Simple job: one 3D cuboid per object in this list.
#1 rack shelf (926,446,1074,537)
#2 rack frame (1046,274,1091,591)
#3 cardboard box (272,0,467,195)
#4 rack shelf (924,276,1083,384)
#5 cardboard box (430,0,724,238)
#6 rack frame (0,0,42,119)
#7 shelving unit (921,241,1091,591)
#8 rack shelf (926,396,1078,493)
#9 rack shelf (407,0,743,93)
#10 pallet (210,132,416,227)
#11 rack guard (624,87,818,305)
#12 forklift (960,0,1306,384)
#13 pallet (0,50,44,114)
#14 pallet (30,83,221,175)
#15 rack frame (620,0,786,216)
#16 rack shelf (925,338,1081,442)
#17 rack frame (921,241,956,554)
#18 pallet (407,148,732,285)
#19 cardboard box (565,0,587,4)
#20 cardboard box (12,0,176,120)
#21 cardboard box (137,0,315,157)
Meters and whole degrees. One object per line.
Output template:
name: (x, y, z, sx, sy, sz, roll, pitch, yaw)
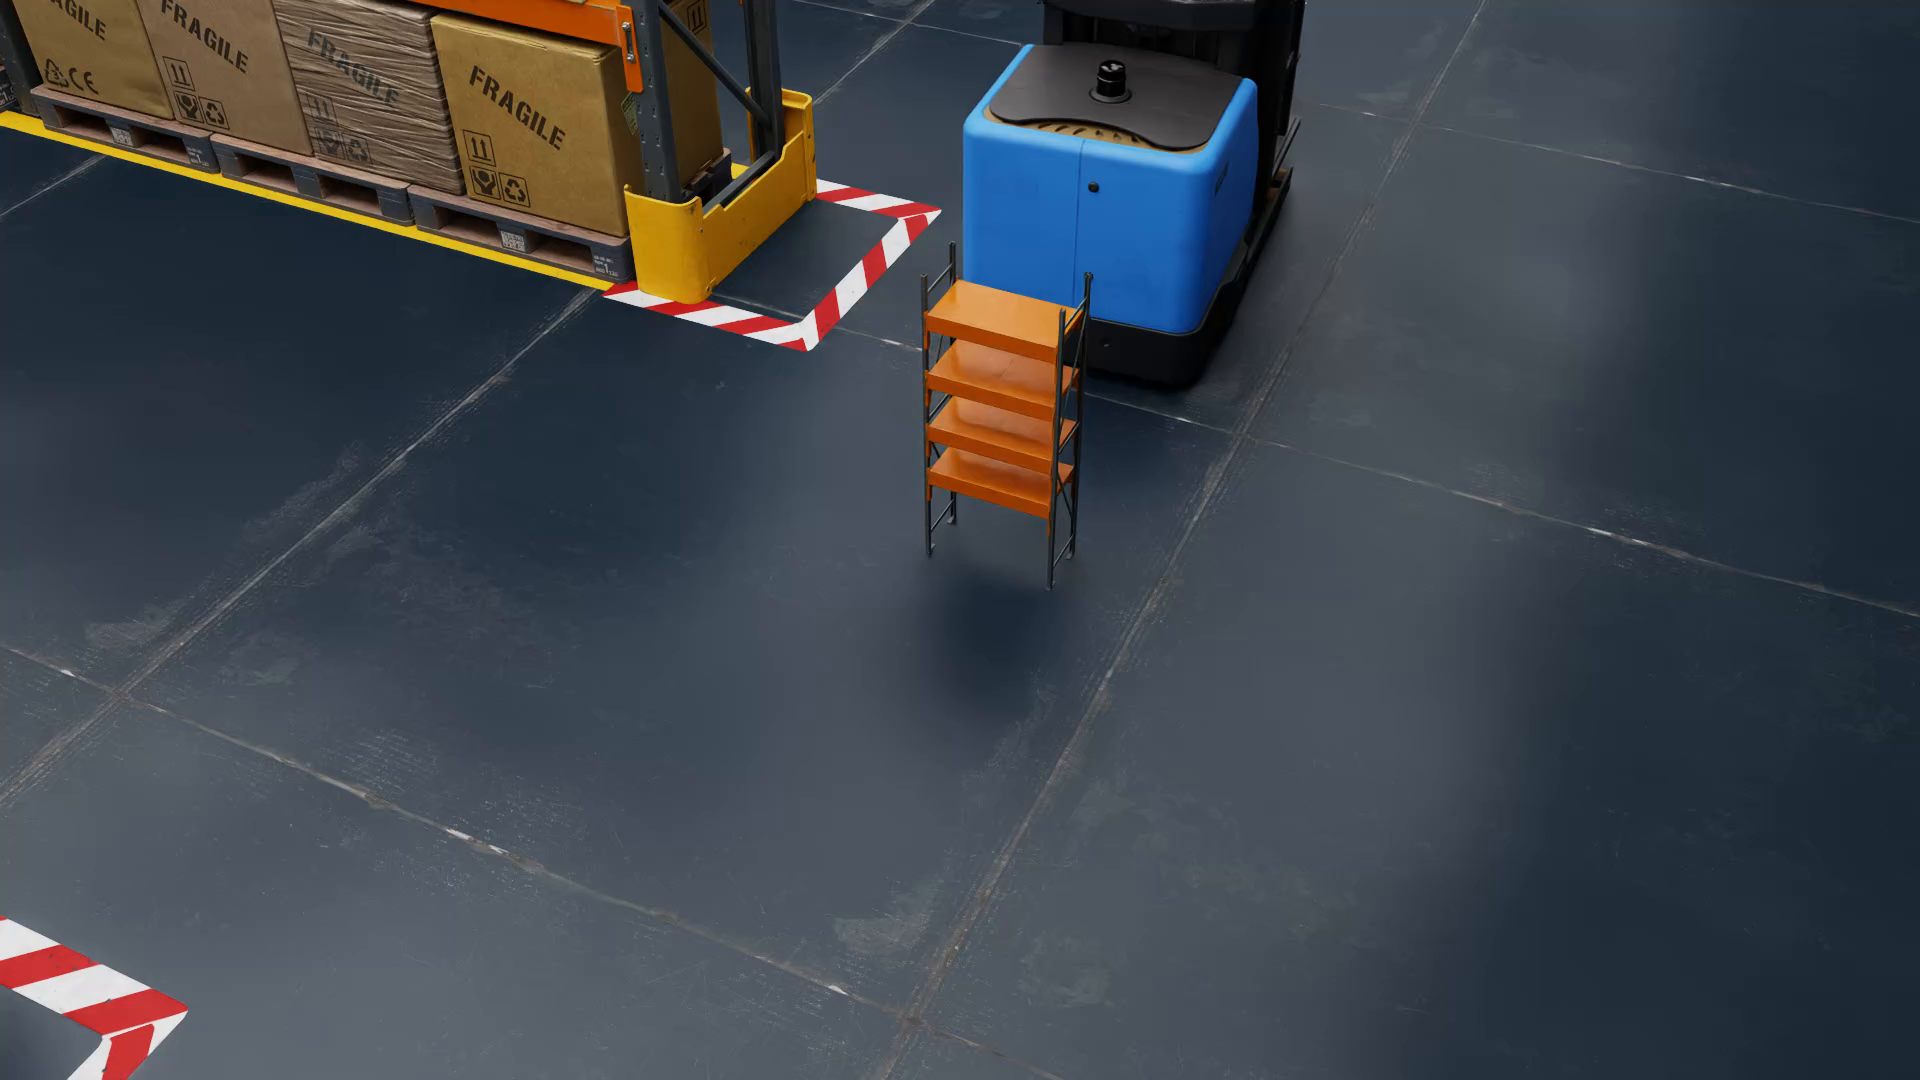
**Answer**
rack shelf: (0.150, -0.207, 5.978, 0.480, 0.148, 0.258, 17, 44, 19)
rack frame: (0.371, -0.340, 5.726, 0.015, 1.200, 0.240, 17, 44, 19)
cardboard box: (-2.547, -2.315, 7.933, 0.875, 0.875, 0.875, 17, 44, 19)
rack shelf: (0.150, -0.704, 5.547, 0.480, 0.148, 0.258, 17, 44, 19)
cardboard box: (-1.722, -2.063, 7.642, 0.875, 0.875, 0.875, 17, 44, 19)
rack frame: (-4.733, -3.686, 8.212, 0.127, 3.000, 1.000, 17, 44, 19)
shelving unit: (0.150, -0.408, 5.804, 0.503, 1.200, 0.258, 17, 44, 19)
rack shelf: (0.150, -0.357, 5.848, 0.480, 0.148, 0.258, 17, 44, 19)
rack shelf: (-2.921, -2.860, 7.809, 4.000, 0.370, 1.077, 17, 44, 19)
pallet: (-2.968, -2.038, 8.440, 1.213, 0.211, 1.003, 17, 44, 19)
rack guard: (-1.087, -1.627, 7.745, 0.348, 0.500, 1.175, 17, 44, 19)
forklift: (0.986, -2.728, 7.160, 1.130, 2.935, 3.031, 14, 43, 15)
pallet: (-5.464, -2.801, 9.320, 1.213, 0.211, 1.003, 17, 44, 19)
pallet: (-4.077, -2.375, 8.829, 1.213, 0.211, 1.003, 17, 44, 19)
rack frame: (-1.108, -2.578, 6.934, 0.127, 3.000, 1.000, 17, 44, 19)
rack shelf: (0.150, -0.526, 5.702, 0.480, 0.148, 0.258, 17, 44, 19)
rack frame: (-0.071, -0.475, 5.882, 0.015, 1.200, 0.240, 17, 44, 19)
pallet: (-1.866, -1.699, 8.049, 1.213, 0.211, 1.003, 17, 44, 19)
cardboard box: (-1.570, -2.386, 6.905, 0.250, 0.149, 0.380, 18, 44, 19)
cardboard box: (-4.169, -2.811, 8.505, 0.875, 0.875, 0.875, 17, 44, 19)
cardboard box: (-3.353, -2.562, 8.217, 0.875, 0.875, 0.875, 17, 44, 19)
